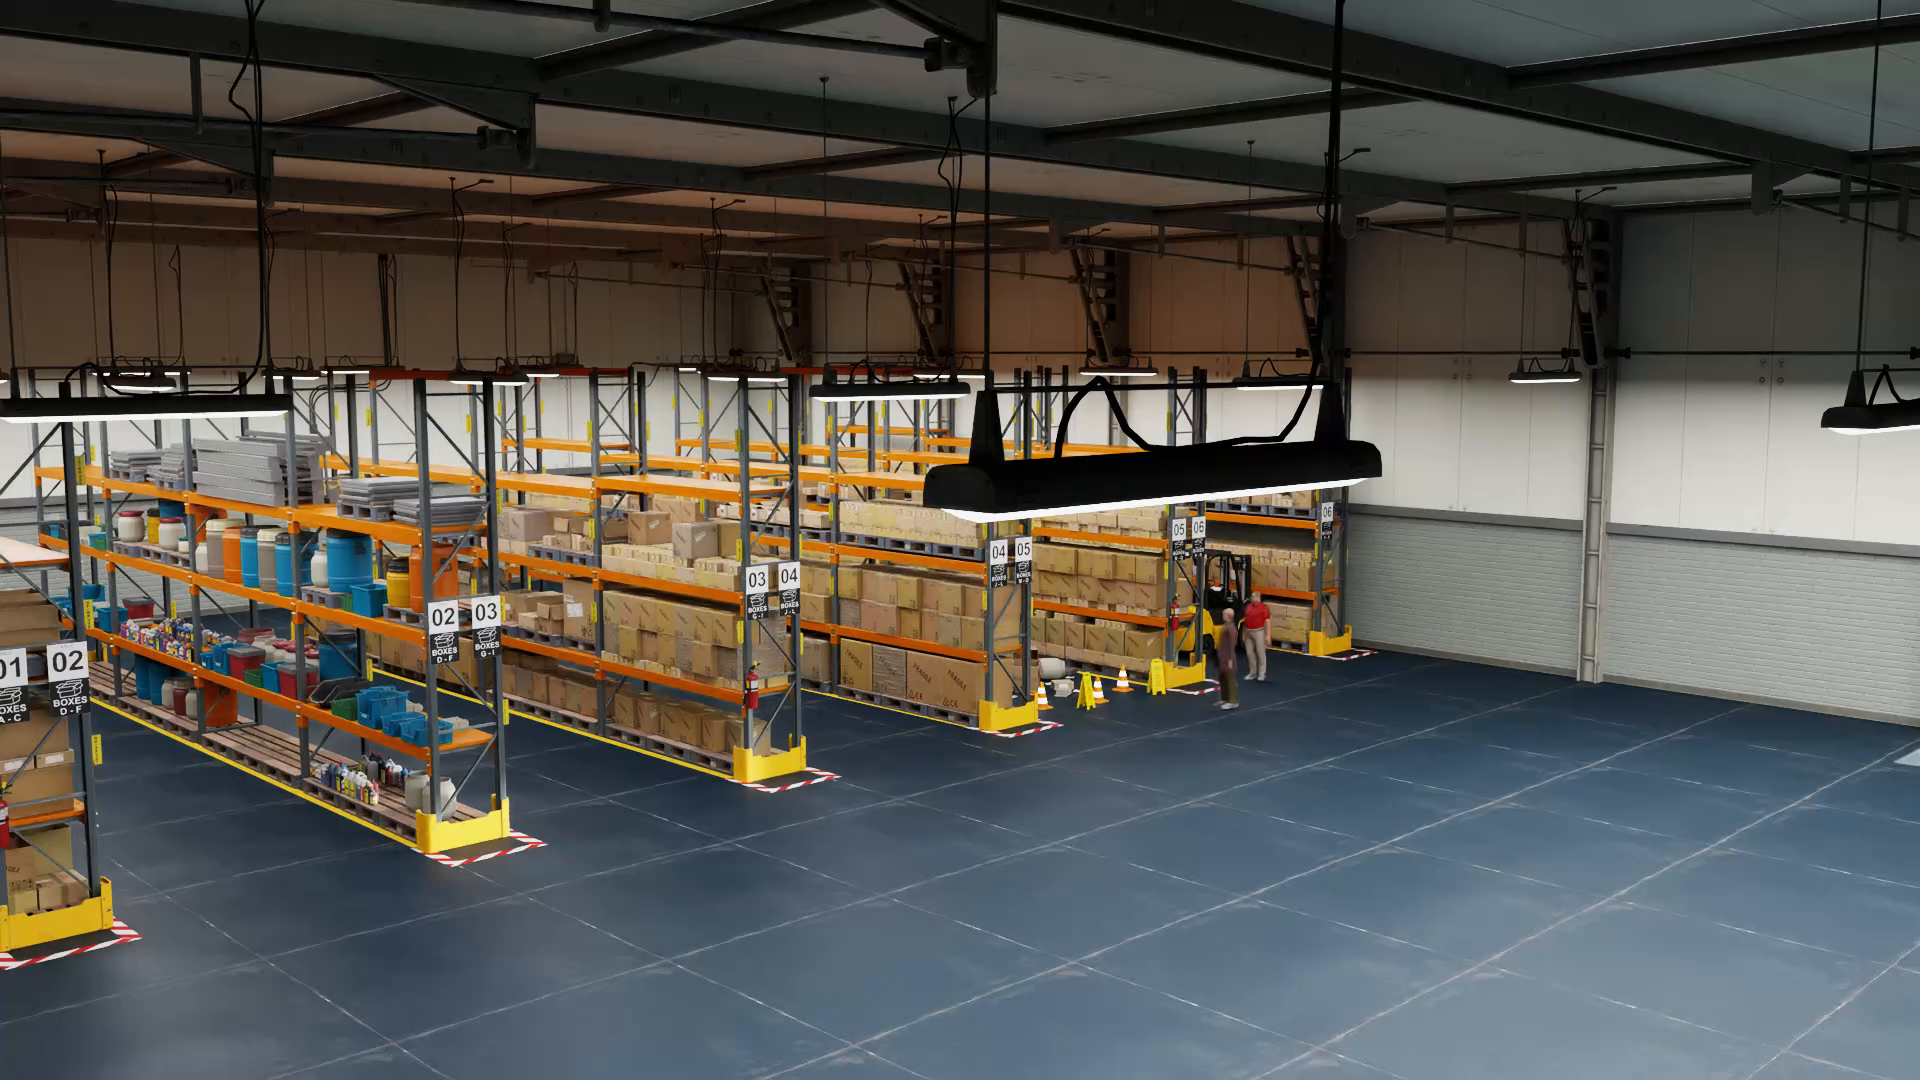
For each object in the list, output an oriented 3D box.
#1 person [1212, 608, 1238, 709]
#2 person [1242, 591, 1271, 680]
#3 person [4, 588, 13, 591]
[{"bbox_3d":[4.762,2.114,29.629,0.404,1.819,0.596,-1,7,-11],"label":"person"},{"bbox_3d":[5.738,1.860,32.151,0.647,1.764,0.424,6,9,43],"label":"person"},{"bbox_3d":[-18.829,1.779,32.978,0.404,1.675,0.499,2,7,15],"label":"person"}]
